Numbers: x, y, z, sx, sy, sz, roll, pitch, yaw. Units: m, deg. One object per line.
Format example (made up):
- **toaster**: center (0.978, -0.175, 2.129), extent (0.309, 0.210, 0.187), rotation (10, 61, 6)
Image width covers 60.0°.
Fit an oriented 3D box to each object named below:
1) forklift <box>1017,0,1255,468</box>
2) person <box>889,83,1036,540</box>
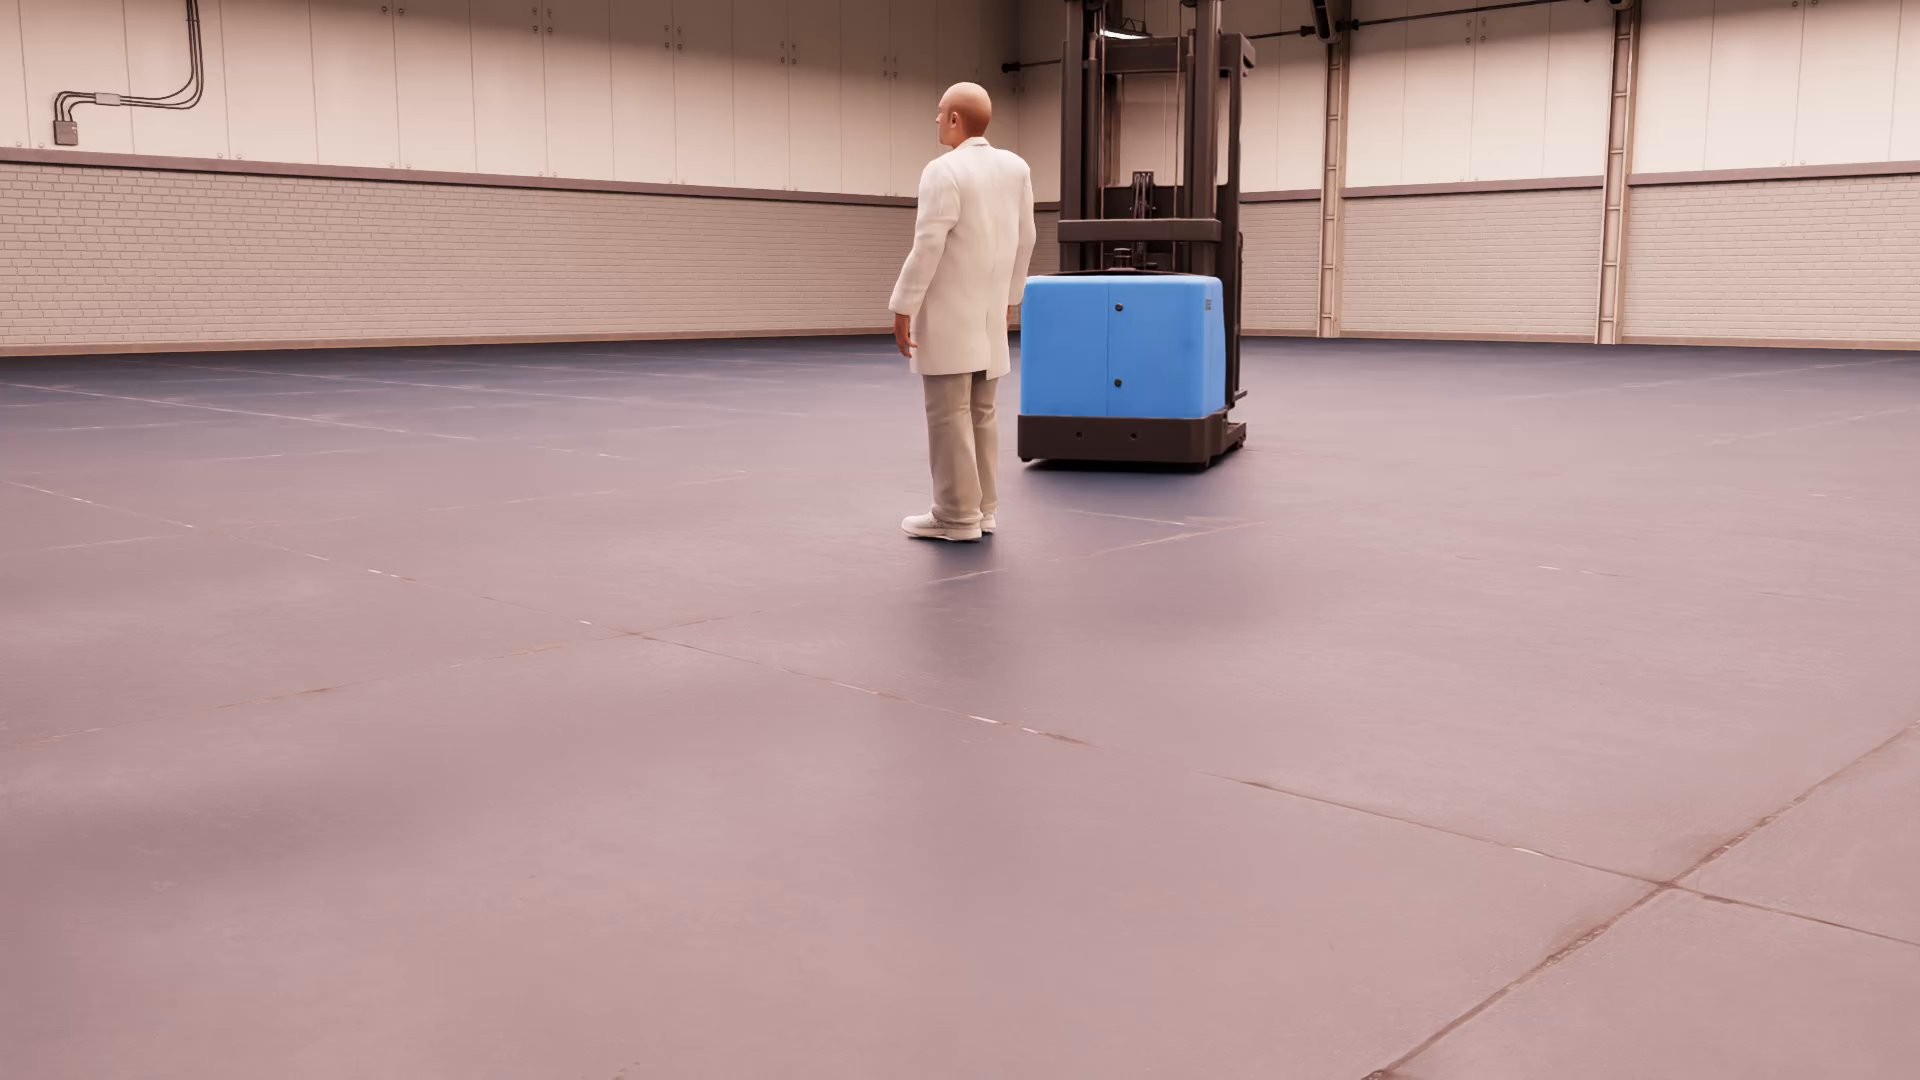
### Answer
- **forklift**: center (1.218, -2.030, 10.353), extent (1.130, 2.935, 3.031), rotation (2, 9, 16)
- **person**: center (-0.063, -0.896, 6.649), extent (0.578, 1.777, 0.698), rotation (8, 12, 43)
